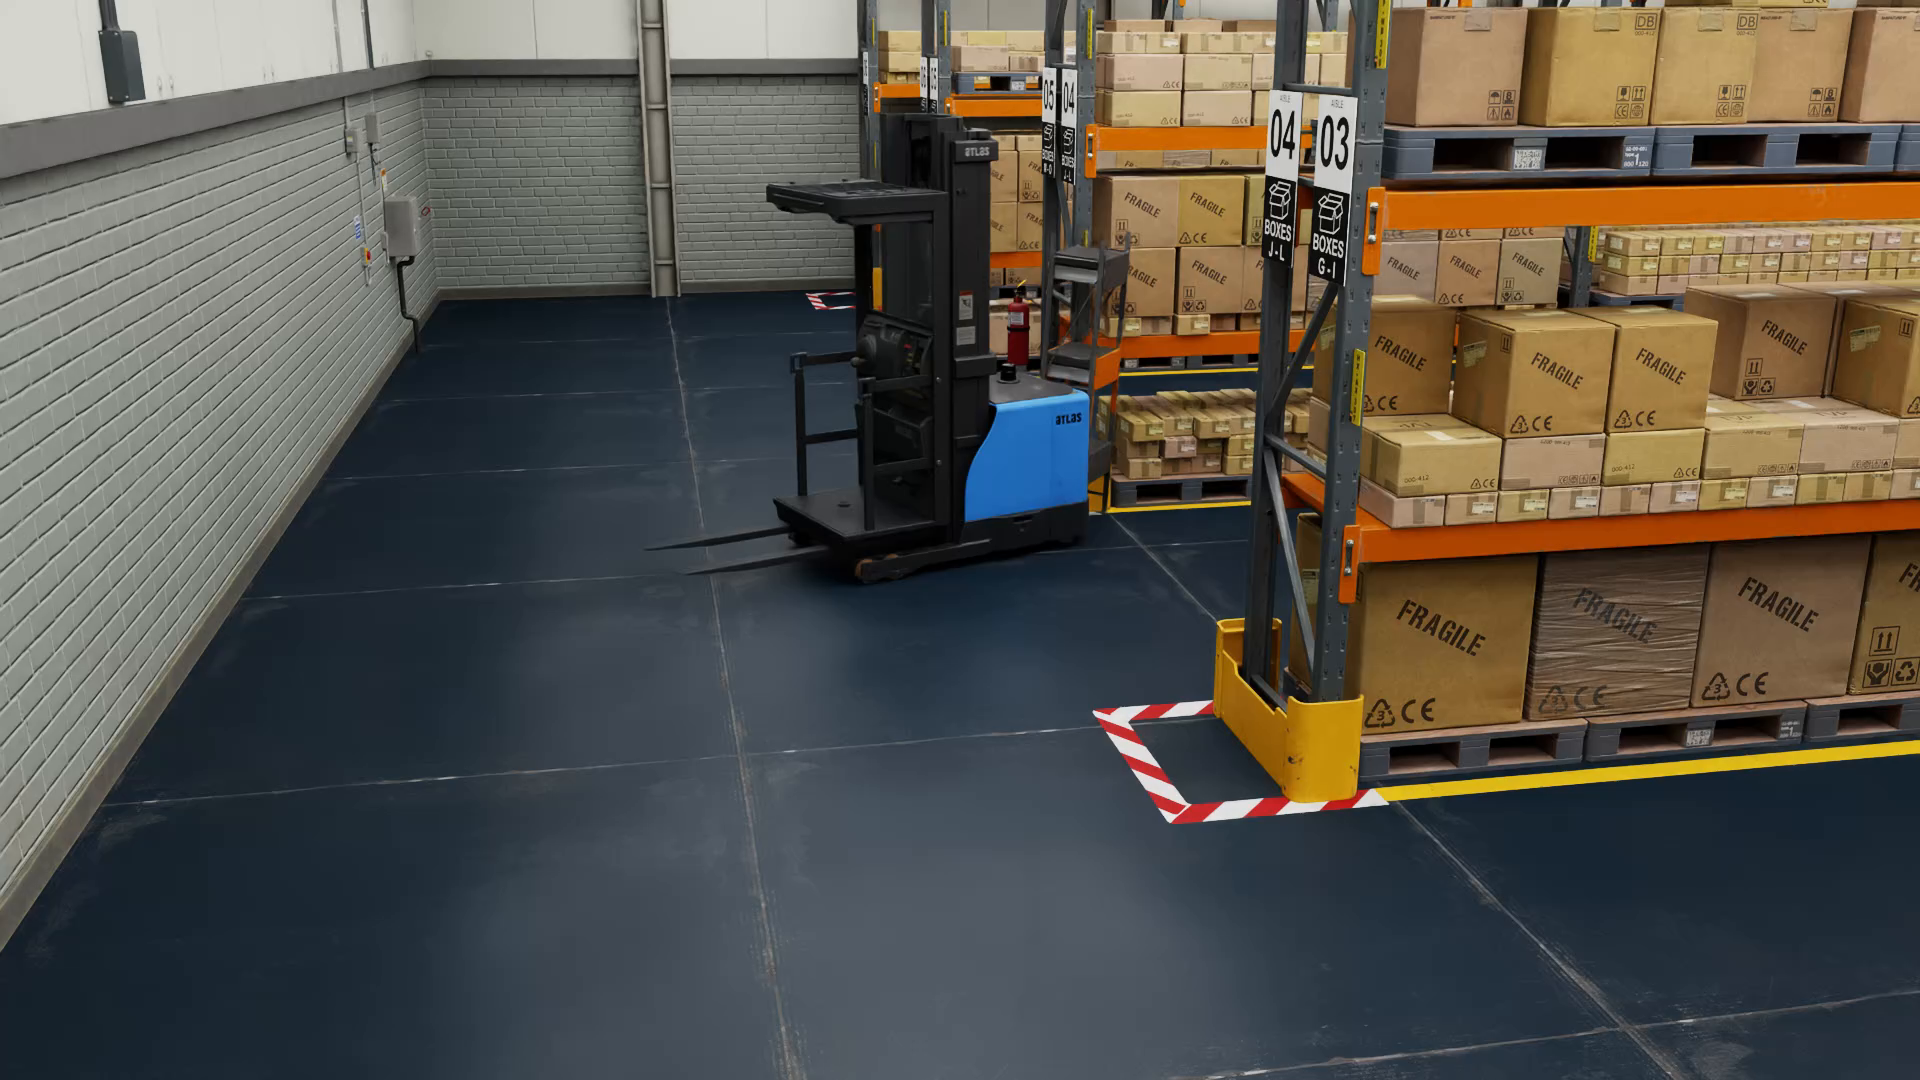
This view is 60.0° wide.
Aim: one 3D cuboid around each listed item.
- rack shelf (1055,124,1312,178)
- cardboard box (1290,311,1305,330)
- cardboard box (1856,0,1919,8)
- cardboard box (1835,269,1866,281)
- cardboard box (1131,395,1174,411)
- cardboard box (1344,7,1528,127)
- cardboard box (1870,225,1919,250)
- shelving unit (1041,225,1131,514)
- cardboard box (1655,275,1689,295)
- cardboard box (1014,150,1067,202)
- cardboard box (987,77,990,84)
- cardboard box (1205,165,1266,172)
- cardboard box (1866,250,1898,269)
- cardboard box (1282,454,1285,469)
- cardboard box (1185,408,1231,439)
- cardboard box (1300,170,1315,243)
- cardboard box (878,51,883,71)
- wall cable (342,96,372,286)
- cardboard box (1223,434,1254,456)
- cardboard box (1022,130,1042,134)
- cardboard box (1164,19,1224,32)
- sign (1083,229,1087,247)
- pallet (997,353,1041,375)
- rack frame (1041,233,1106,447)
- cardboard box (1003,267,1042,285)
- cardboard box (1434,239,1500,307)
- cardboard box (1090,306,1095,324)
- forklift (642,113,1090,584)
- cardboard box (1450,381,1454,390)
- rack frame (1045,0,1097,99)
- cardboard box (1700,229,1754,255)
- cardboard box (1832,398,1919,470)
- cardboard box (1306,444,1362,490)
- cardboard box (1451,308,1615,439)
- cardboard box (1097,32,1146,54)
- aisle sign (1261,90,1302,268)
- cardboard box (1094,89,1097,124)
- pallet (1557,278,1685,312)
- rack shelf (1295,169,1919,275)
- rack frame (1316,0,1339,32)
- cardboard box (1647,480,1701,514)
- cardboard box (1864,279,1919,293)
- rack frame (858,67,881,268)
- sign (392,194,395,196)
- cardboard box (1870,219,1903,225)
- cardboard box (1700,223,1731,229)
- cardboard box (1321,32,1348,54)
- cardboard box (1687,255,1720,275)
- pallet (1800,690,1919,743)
[{"bbox_3d":[2.758,-3.013,12.628,4.000,0.370,1.077,-3,17,-10],"label":"rack shelf"},{"bbox_3d":[2.438,-1.708,12.692,0.250,0.149,0.380,-4,17,-12],"label":"cardboard box"},{"bbox_3d":[4.639,-2.637,7.846,0.500,0.250,0.500,-4,18,-14],"label":"cardboard box"},{"bbox_3d":[6.991,-2.108,13.278,0.250,0.149,0.380,-3,17,-9],"label":"cardboard box"},{"bbox_3d":[1.524,-1.034,13.195,0.250,0.149,0.380,-3,17,-9],"label":"cardboard box"},{"bbox_3d":[2.136,-2.150,7.540,0.500,0.500,0.700,-4,18,-14],"label":"cardboard box"},{"bbox_3d":[7.489,-2.419,13.277,0.250,0.149,0.380,-3,17,-9],"label":"cardboard box"},{"bbox_3d":[0.863,-1.157,11.961,0.431,2.100,0.503,12,21,24],"label":"shelving unit"},{"bbox_3d":[5.467,-2.021,12.996,0.250,0.149,0.380,-3,17,-10],"label":"cardboard box"},{"bbox_3d":[0.787,-3.734,16.986,0.500,0.500,0.500,-4,17,-12],"label":"cardboard box"},{"bbox_3d":[0.426,-5.992,21.530,0.250,0.149,0.380,-3,17,-11],"label":"cardboard box"},{"bbox_3d":[2.203,-2.636,12.906,0.500,0.500,0.500,-2,17,-8],"label":"cardboard box"},{"bbox_3d":[7.240,-2.263,13.277,0.250,0.149,0.380,-3,17,-11],"label":"cardboard box"},{"bbox_3d":[2.357,-0.664,13.007,0.250,0.149,0.380,-3,17,-10],"label":"cardboard box"},{"bbox_3d":[1.893,-0.892,12.734,0.250,0.149,0.380,-3,17,-11],"label":"cardboard box"},{"bbox_3d":[2.794,-2.510,12.494,0.500,0.500,0.500,-4,17,-12],"label":"cardboard box"},{"bbox_3d":[-0.804,-6.271,21.760,0.500,0.250,0.500,-4,17,-11],"label":"cardboard box"},{"bbox_3d":[-5.776,-3.412,16.029,0.123,1.953,0.585,-3,17,-10],"label":"wall cable"},{"bbox_3d":[2.133,-0.768,12.836,0.250,0.149,0.380,-3,17,-9],"label":"cardboard box"},{"bbox_3d":[0.808,-4.208,17.426,0.250,0.149,0.380,-3,17,-9],"label":"cardboard box"},{"bbox_3d":[2.365,-5.103,17.146,0.637,0.503,0.797,-2,17,-6],"label":"cardboard box"},{"bbox_3d":[0.897,-2.069,11.964,0.005,0.325,0.100,-3,17,-10],"label":"sign"},{"bbox_3d":[0.526,-1.967,17.856,1.213,0.211,1.003,-3,17,-10],"label":"pallet"},{"bbox_3d":[0.754,-1.091,11.752,0.400,2.100,0.015,12,21,24],"label":"rack frame"},{"bbox_3d":[0.814,-3.713,22.334,0.500,0.500,0.500,-3,17,-9],"label":"cardboard box"},{"bbox_3d":[3.790,-2.087,12.821,0.500,0.500,0.500,-4,17,-12],"label":"cardboard box"},{"bbox_3d":[1.061,-1.791,12.961,0.250,0.149,0.380,-3,17,-10],"label":"cardboard box"},{"bbox_3d":[-0.617,-1.287,11.011,3.031,2.935,1.130,-10,20,-30],"label":"forklift"},{"bbox_3d":[4.062,-1.199,13.733,0.250,0.149,0.380,-2,17,-8],"label":"cardboard box"},{"bbox_3d":[0.794,-4.679,11.719,0.127,3.000,1.000,-3,17,-10],"label":"rack frame"},{"bbox_3d":[5.966,-2.333,12.996,0.250,0.149,0.380,-3,17,-11],"label":"cardboard box"},{"bbox_3d":[4.672,-0.539,8.208,0.500,0.250,0.500,-3,17,-9],"label":"cardboard box"},{"bbox_3d":[1.923,-0.370,8.337,0.250,0.149,0.380,-3,17,-9],"label":"cardboard box"},{"bbox_3d":[2.649,-0.782,7.719,0.500,0.500,0.500,-4,17,-12],"label":"cardboard box"},{"bbox_3d":[1.156,-3.555,11.895,0.250,0.149,0.380,-3,17,-11],"label":"cardboard box"},{"bbox_3d":[1.508,-1.701,7.813,0.004,0.787,0.394,-3,17,-10],"label":"aisle sign"},{"bbox_3d":[1.191,-3.275,12.513,0.500,0.250,0.500,-4,17,-12],"label":"cardboard box"},{"bbox_3d":[5.500,-1.943,13.356,1.213,0.211,1.003,-3,17,-10],"label":"pallet"},{"bbox_3d":[3.600,-1.577,7.954,4.000,0.370,1.077,-3,17,-10],"label":"rack shelf"},{"bbox_3d":[3.683,-6.323,17.072,0.127,3.000,1.000,-3,17,-10],"label":"rack frame"},{"bbox_3d":[3.309,-0.253,7.954,0.250,0.149,0.380,-3,17,-11],"label":"cardboard box"},{"bbox_3d":[5.045,-1.075,8.673,0.500,0.500,0.500,-3,17,-10],"label":"cardboard box"},{"bbox_3d":[-1.189,-4.663,21.886,0.127,3.000,1.000,-3,17,-10],"label":"rack frame"},{"bbox_3d":[-6.328,-3.611,18.621,0.001,0.494,0.329,-3,17,-10],"label":"sign"},{"bbox_3d":[7.653,-2.624,13.945,0.250,0.149,0.380,-3,17,-11],"label":"cardboard box"},{"bbox_3d":[6.096,-2.534,13.653,0.250,0.149,0.380,-4,17,-12],"label":"cardboard box"},{"bbox_3d":[2.686,-3.633,12.149,0.250,0.149,0.380,-3,17,-9],"label":"cardboard box"},{"bbox_3d":[5.703,-2.176,12.993,0.250,0.149,0.380,-3,17,-9],"label":"cardboard box"},{"bbox_3d":[4.802,0.754,8.997,1.213,0.211,1.003,-3,17,-10],"label":"pallet"}]
